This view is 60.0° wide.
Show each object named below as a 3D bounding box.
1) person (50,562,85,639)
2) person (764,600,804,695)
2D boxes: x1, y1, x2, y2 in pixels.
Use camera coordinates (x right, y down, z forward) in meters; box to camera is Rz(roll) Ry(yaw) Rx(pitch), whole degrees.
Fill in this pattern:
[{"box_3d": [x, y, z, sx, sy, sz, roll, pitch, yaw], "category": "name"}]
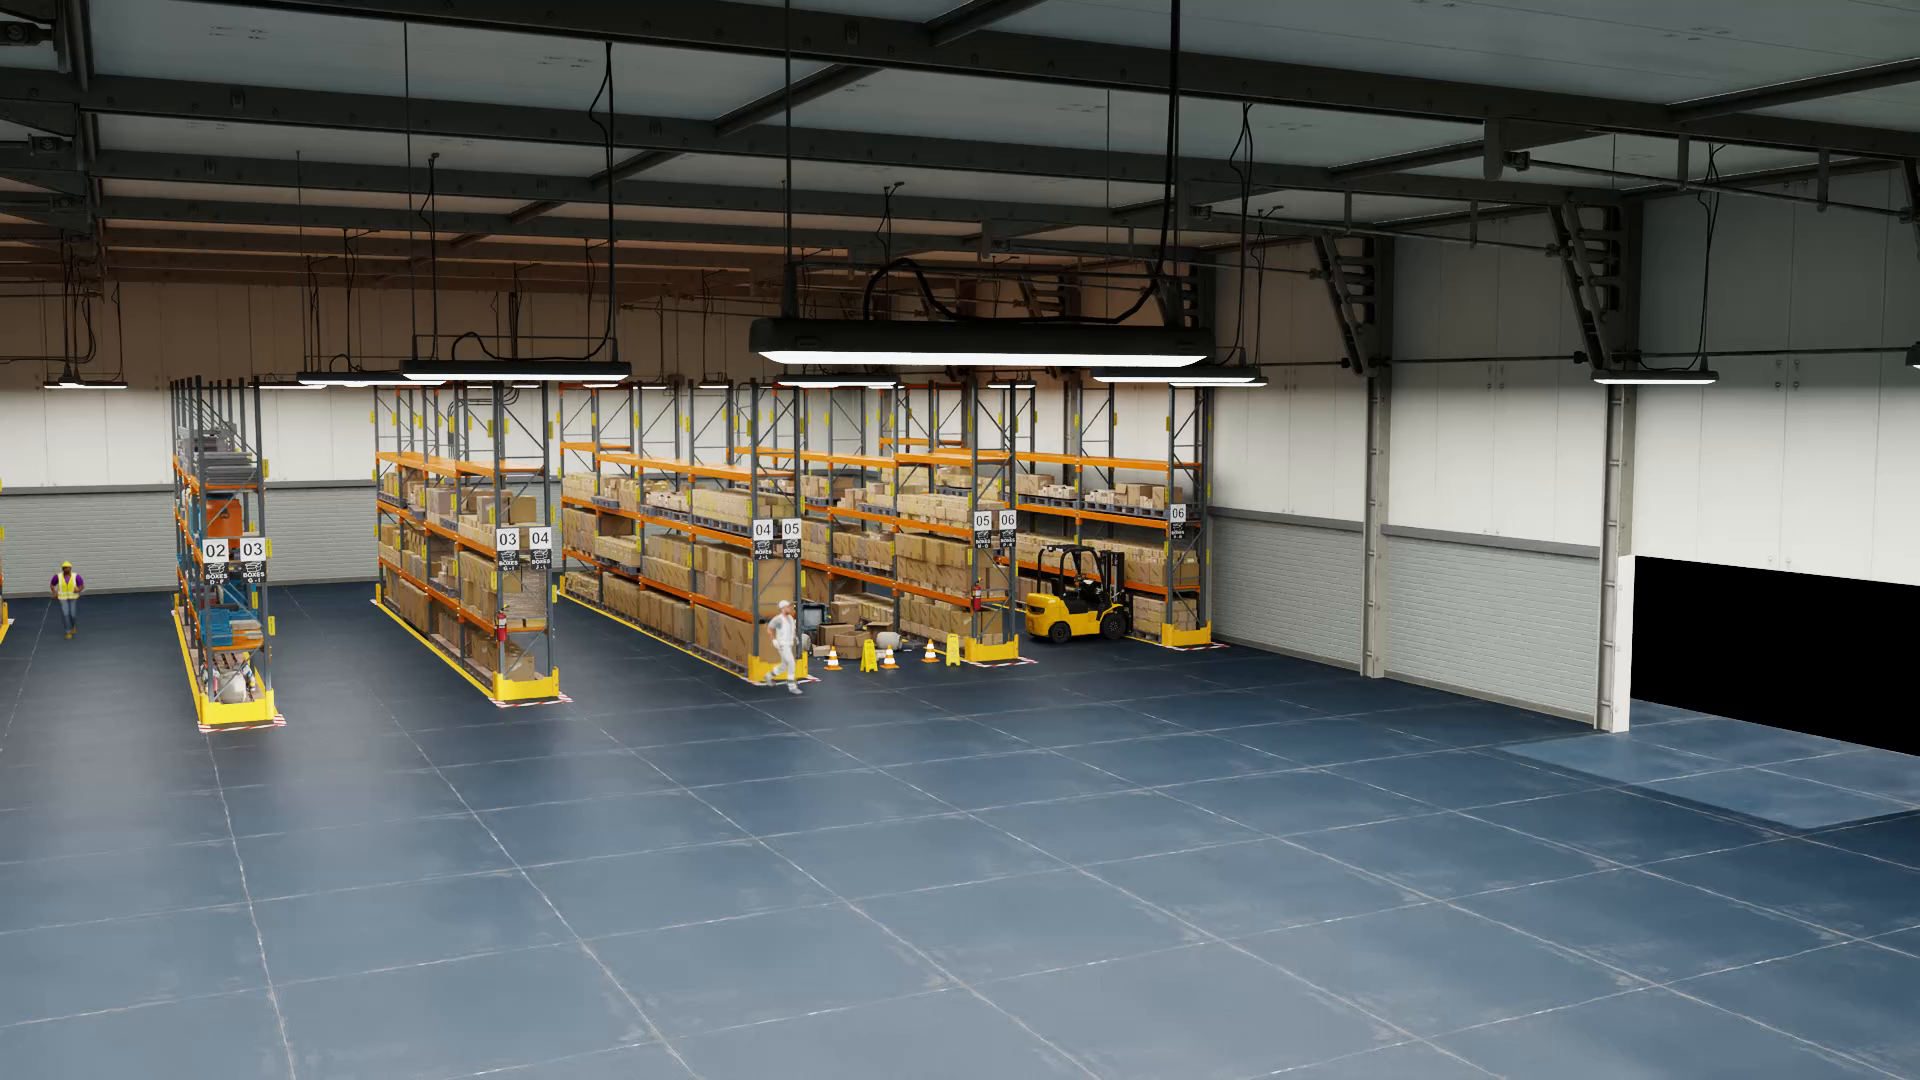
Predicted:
[{"box_3d": [-20.814, 1.388, 38.811, 0.698, 1.772, 0.850, -3, 6, -30], "category": "person"}, {"box_3d": [-3.362, 2.029, 31.730, 0.906, 1.771, 0.663, 3, 6, 26], "category": "person"}]
